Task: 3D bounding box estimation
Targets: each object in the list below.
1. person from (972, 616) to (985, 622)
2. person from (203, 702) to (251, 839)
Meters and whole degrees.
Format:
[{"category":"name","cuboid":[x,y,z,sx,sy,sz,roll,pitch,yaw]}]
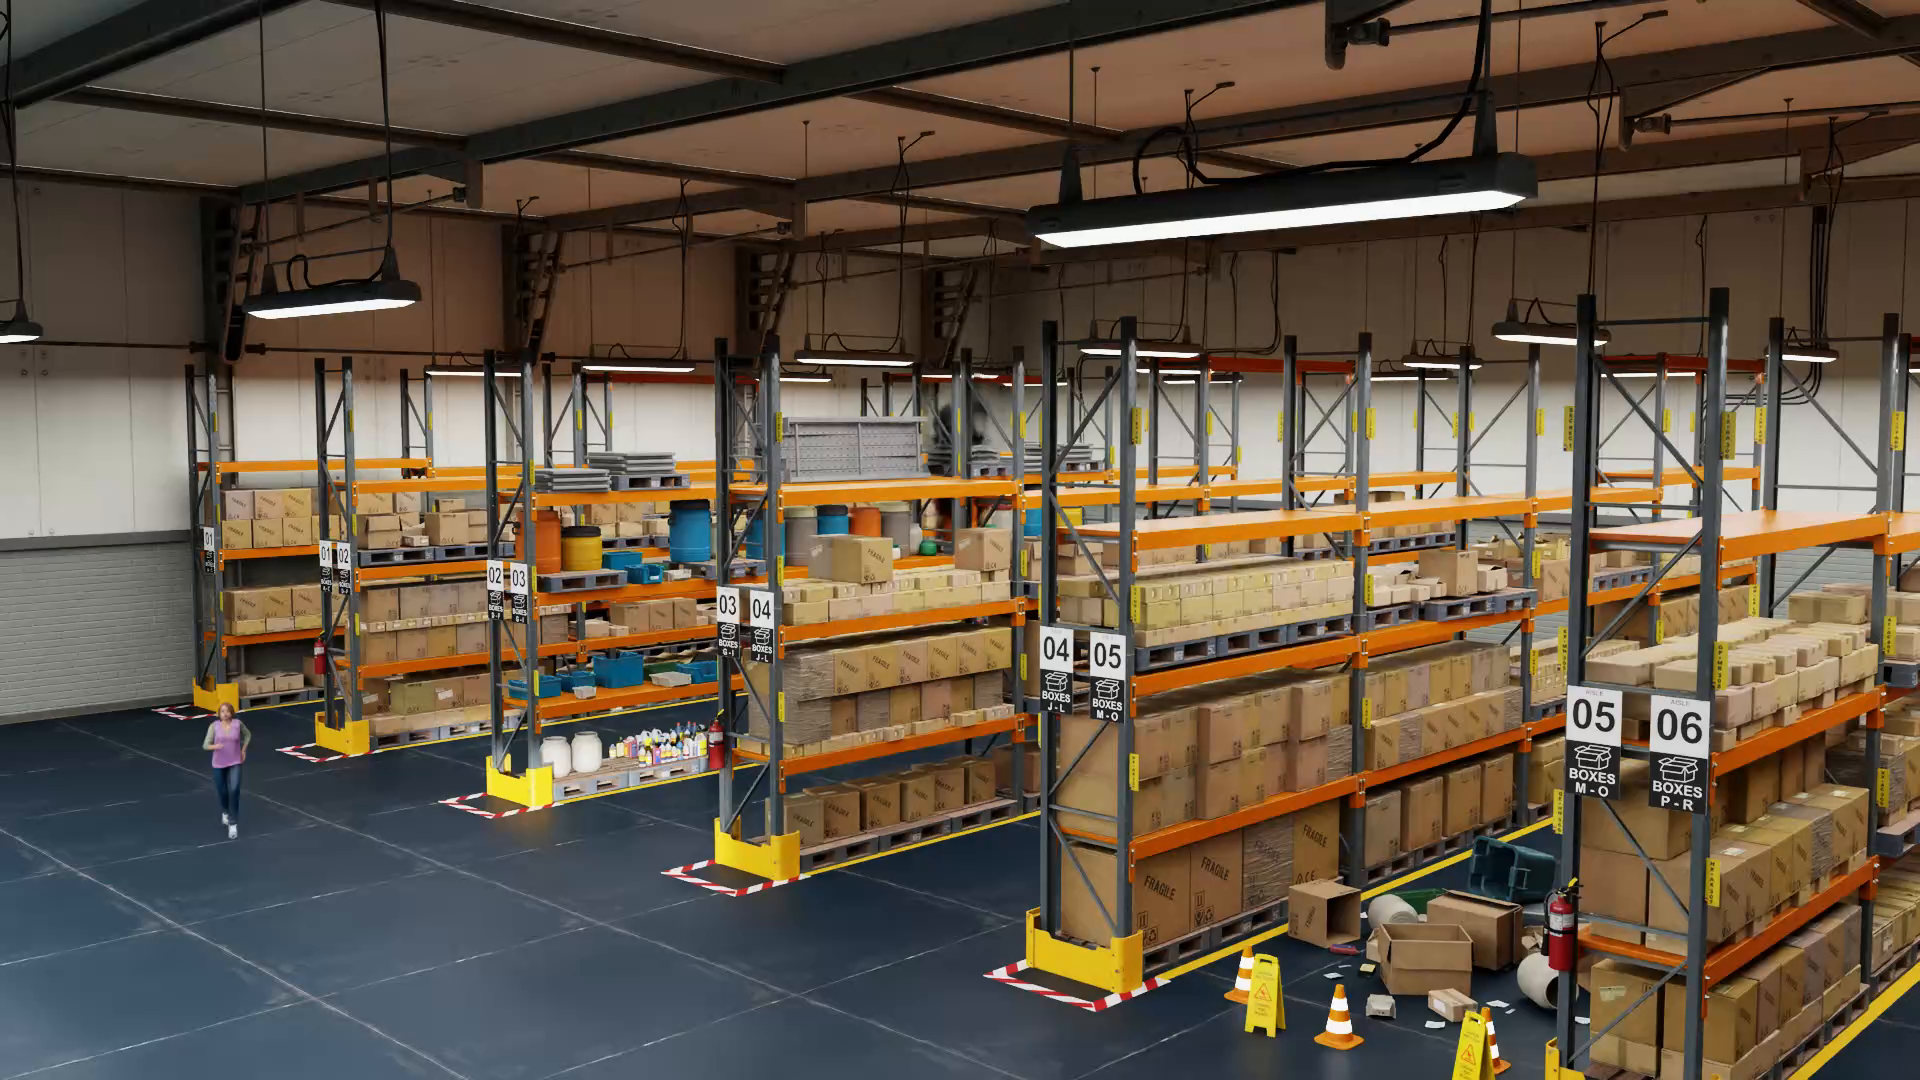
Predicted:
[{"category":"person","cuboid":[0.504,1.777,32.989,0.710,1.731,0.787,3,5,37]},{"category":"person","cuboid":[-8.957,2.780,20.334,0.539,1.594,0.839,-2,5,-22]}]
